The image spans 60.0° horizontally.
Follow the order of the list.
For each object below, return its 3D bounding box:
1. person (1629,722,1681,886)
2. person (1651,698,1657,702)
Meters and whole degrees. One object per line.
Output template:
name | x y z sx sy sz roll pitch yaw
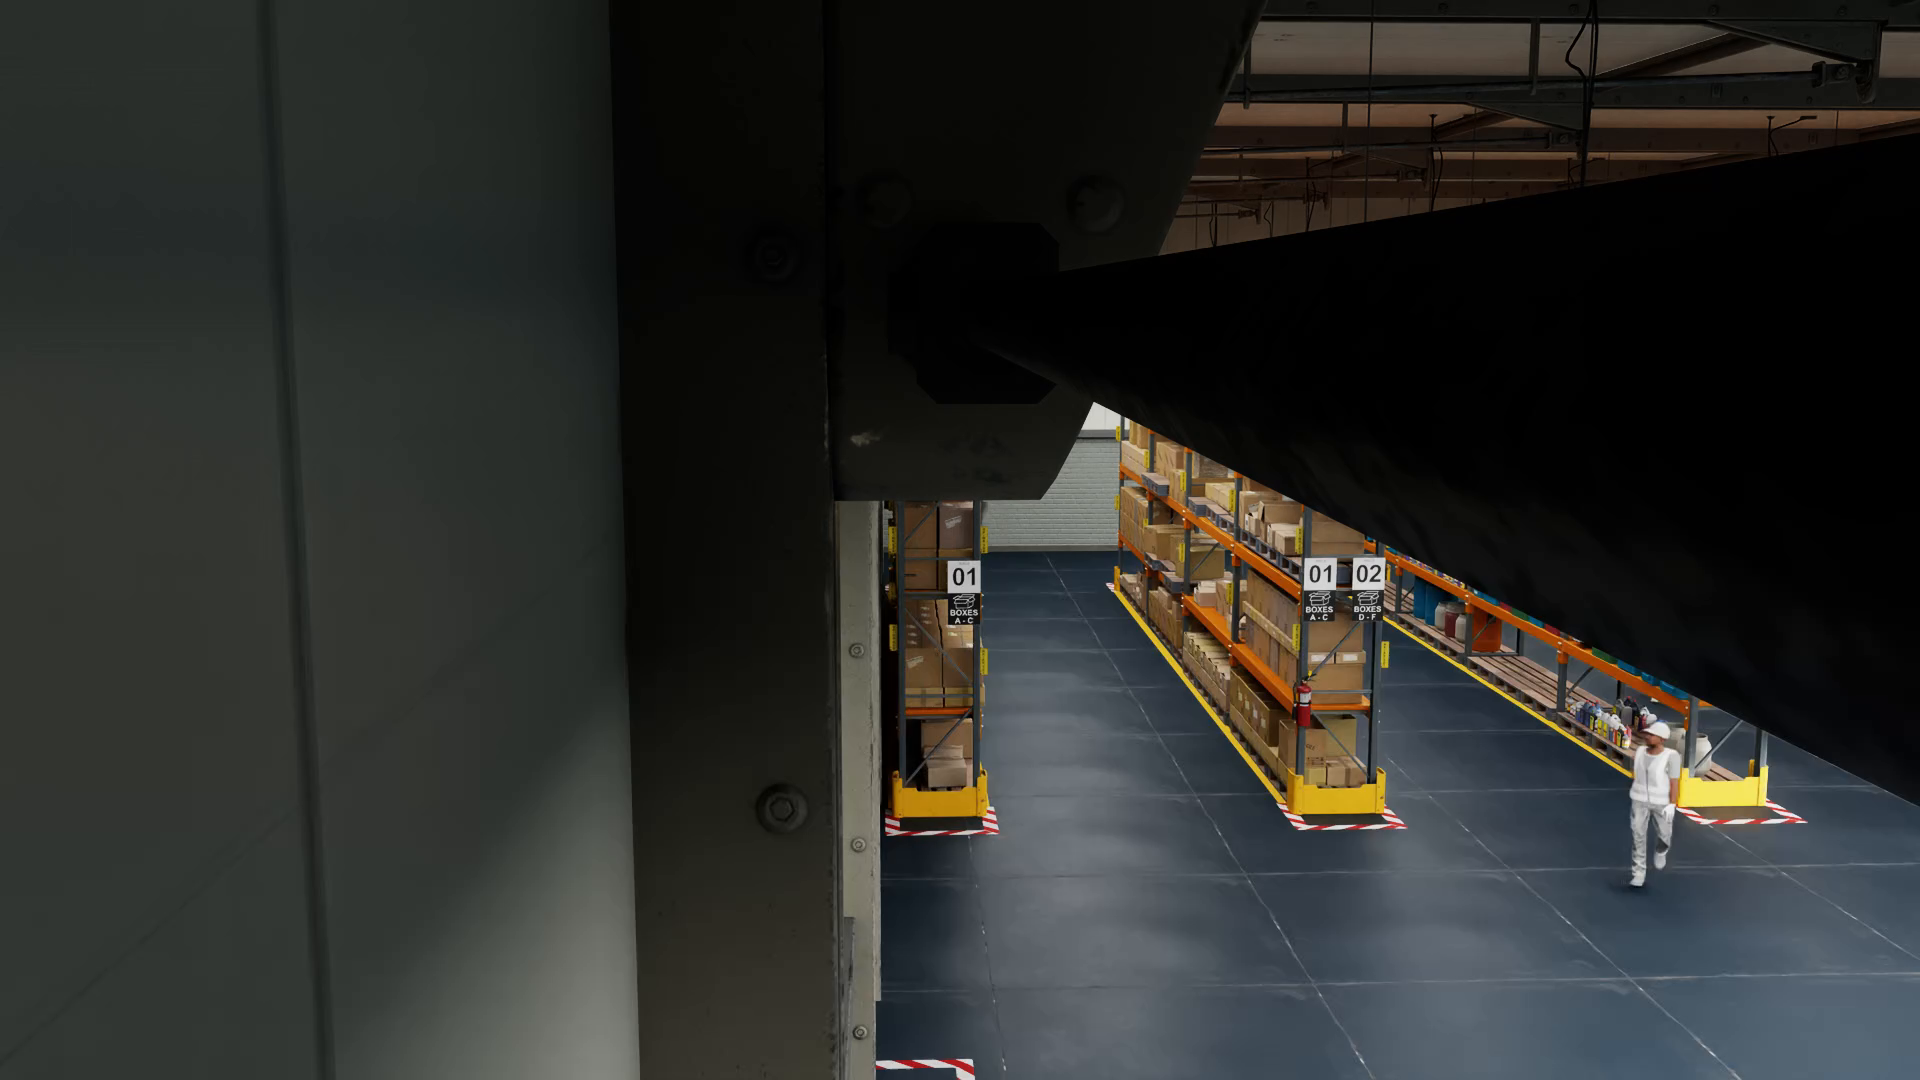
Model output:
person | 7.558 2.848 18.126 0.499 1.773 0.748 4 9 24
person | 11.098 1.750 26.314 0.499 1.717 0.514 5 10 31
